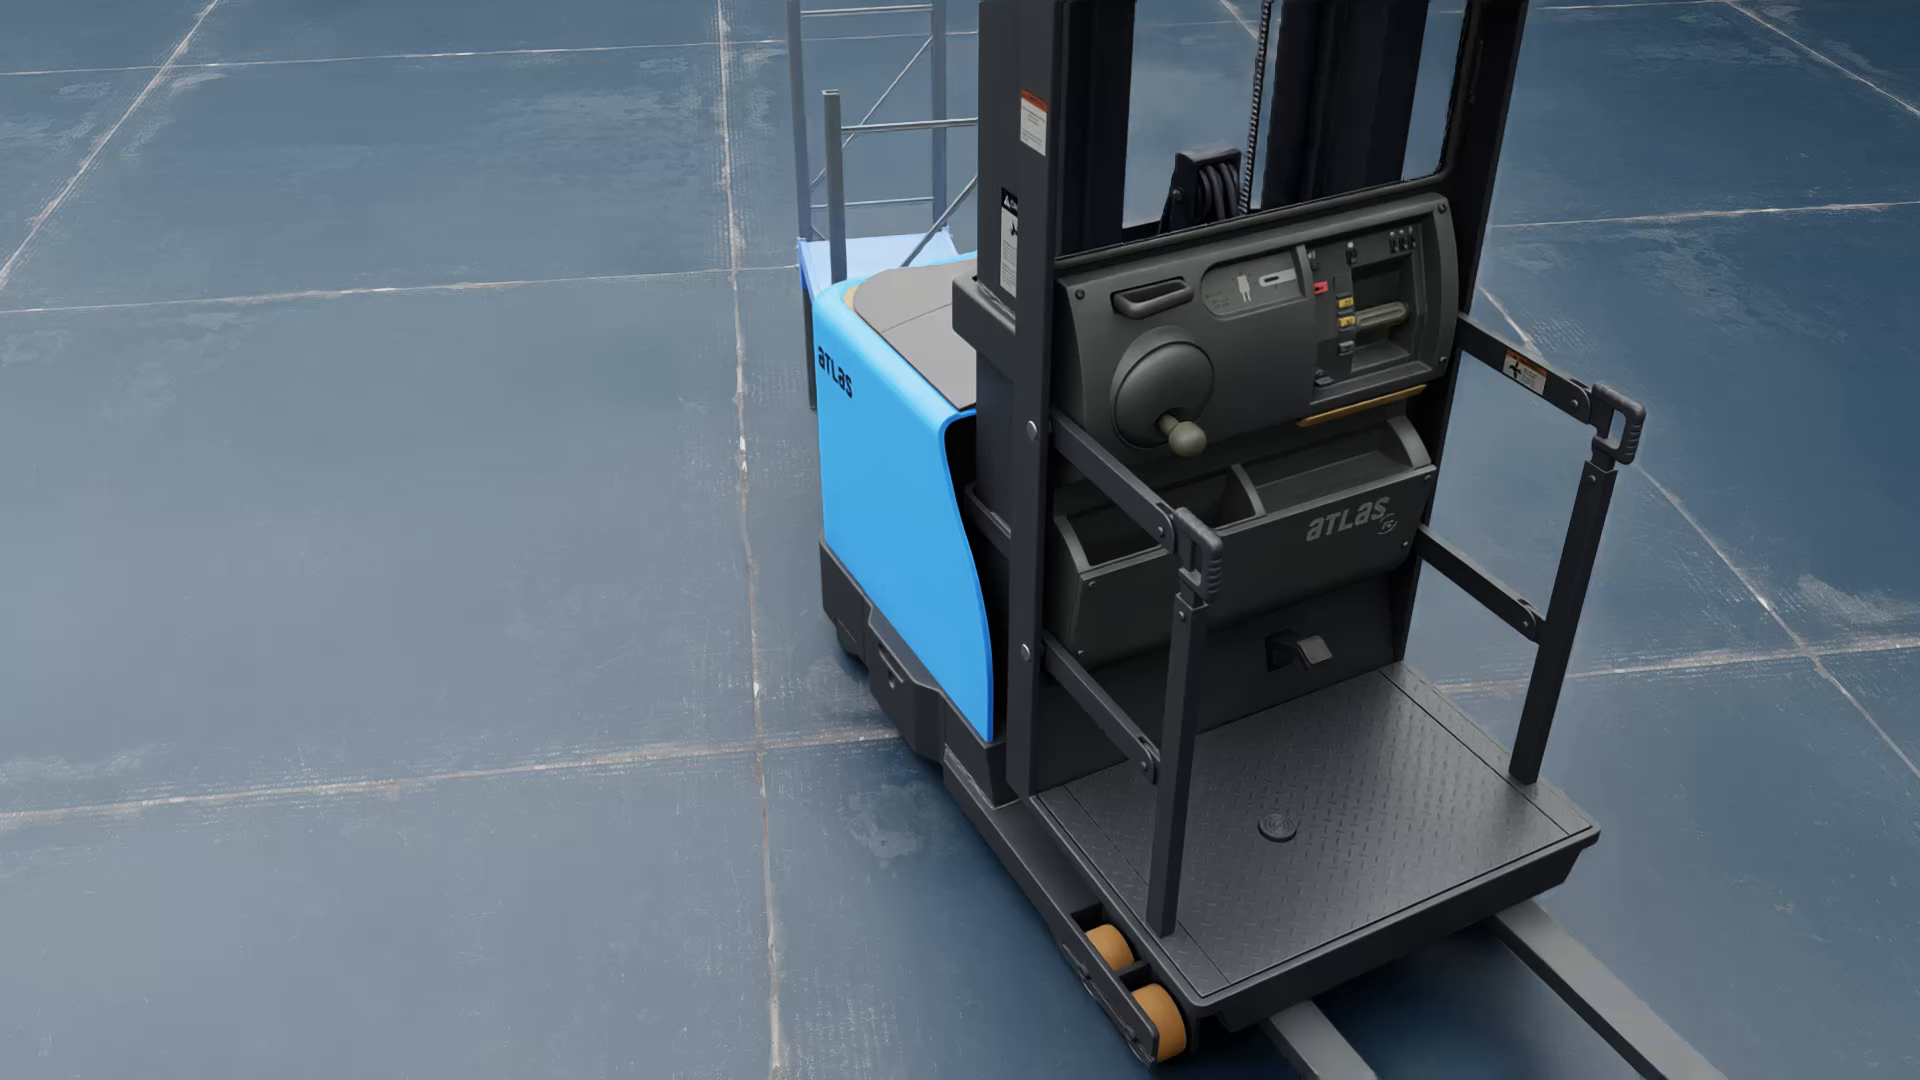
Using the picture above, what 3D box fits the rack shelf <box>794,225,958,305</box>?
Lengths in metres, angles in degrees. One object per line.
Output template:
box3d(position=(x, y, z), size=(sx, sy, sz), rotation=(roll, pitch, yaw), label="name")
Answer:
box3d(position=(-0.200, -0.688, 5.248), size=(0.538, 0.185, 1.000), rotation=(-6, 35, -9), label="rack shelf")

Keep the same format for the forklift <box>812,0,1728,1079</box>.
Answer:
box3d(position=(0.728, -0.374, 3.196), size=(1.130, 2.935, 3.031), rotation=(-16, 38, -22), label="forklift")

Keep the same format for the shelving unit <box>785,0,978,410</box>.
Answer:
box3d(position=(-0.200, -0.837, 5.147), size=(0.538, 1.500, 1.048), rotation=(-6, 35, -9), label="shelving unit")

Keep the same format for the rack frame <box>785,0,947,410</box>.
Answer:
box3d(position=(-0.293, -1.119, 5.560), size=(0.500, 1.500, 0.032), rotation=(-6, 35, -9), label="rack frame")

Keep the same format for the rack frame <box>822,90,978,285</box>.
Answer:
box3d(position=(-0.107, -0.556, 4.734), size=(0.500, 1.500, 0.032), rotation=(-6, 35, -9), label="rack frame")
